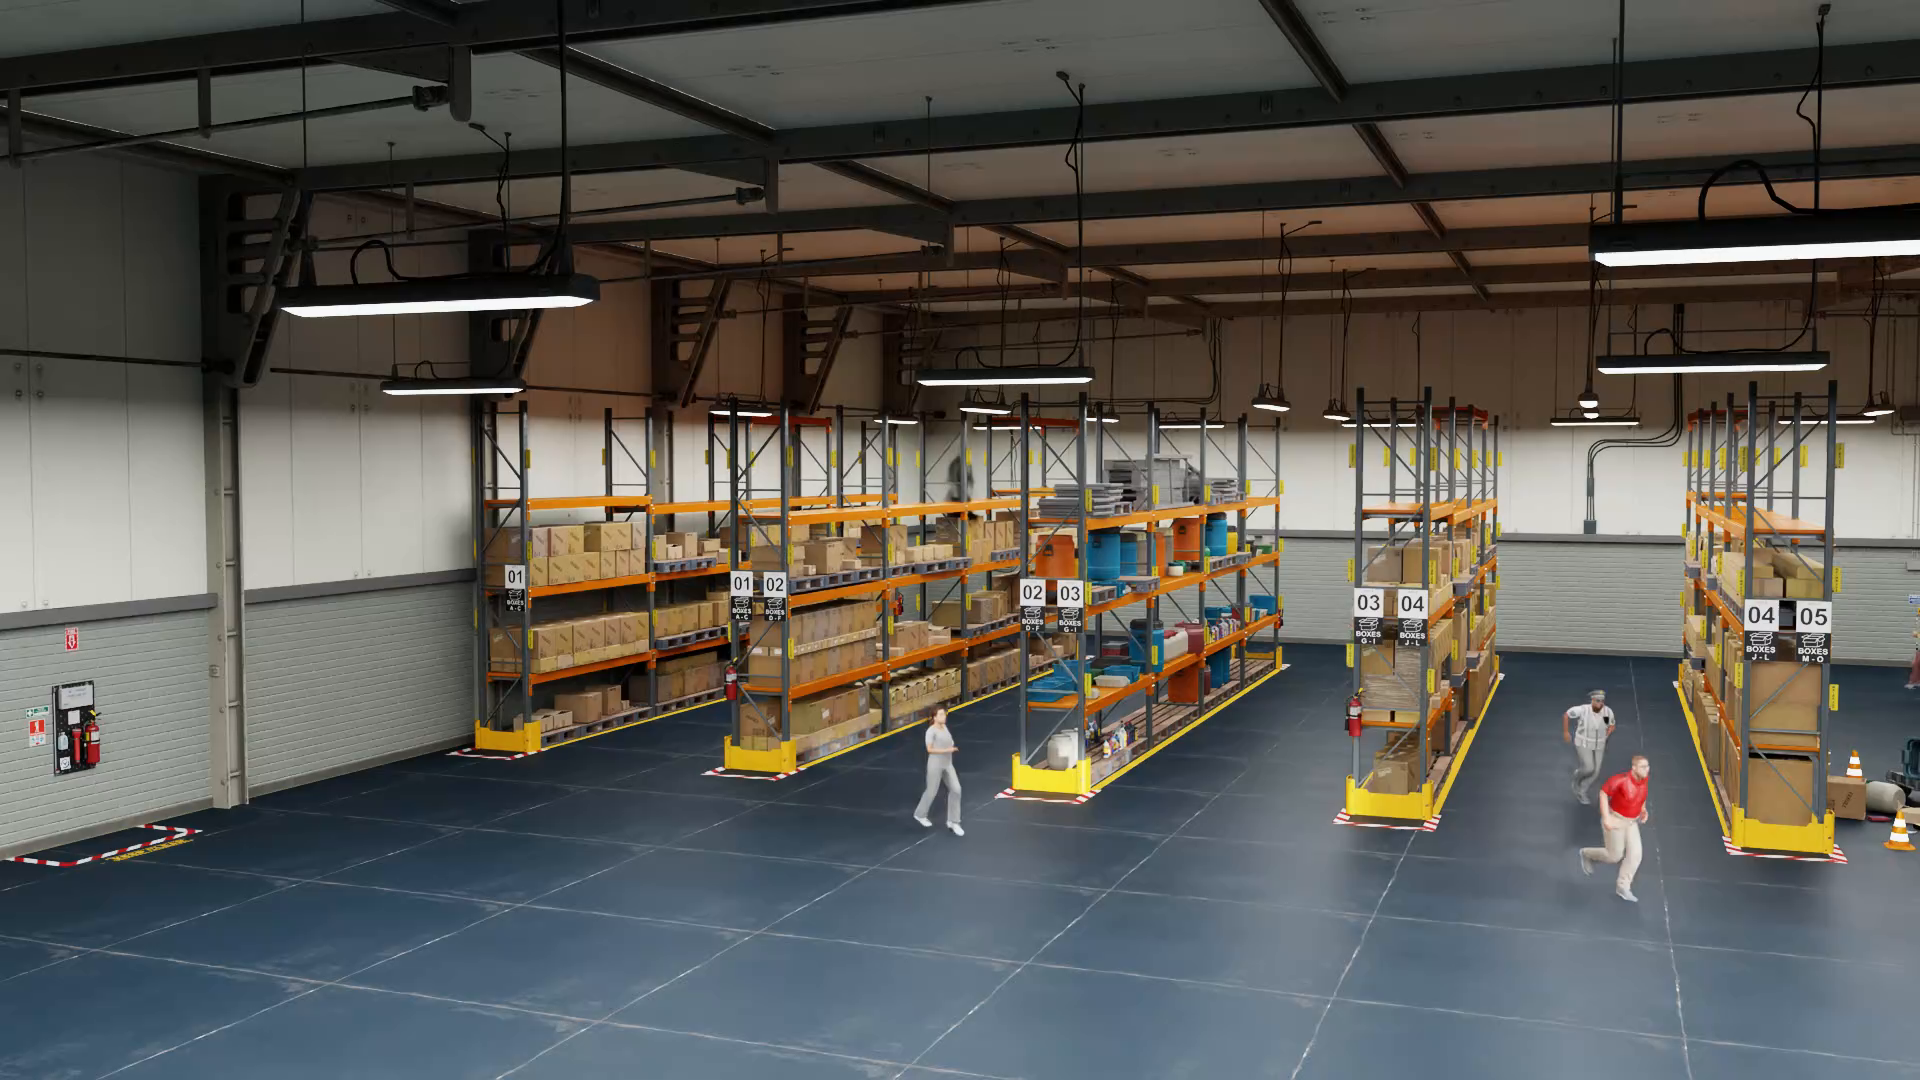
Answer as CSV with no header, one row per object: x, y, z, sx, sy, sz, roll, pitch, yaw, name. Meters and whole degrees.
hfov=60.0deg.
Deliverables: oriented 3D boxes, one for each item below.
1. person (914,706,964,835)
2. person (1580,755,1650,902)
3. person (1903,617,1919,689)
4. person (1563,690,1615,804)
-0.295,3.073,22.290,0.770,1.718,0.551,3,4,44,person
7.551,3.269,19.148,0.664,1.686,0.883,-2,3,-31,person
20.964,2.415,36.053,0.854,1.695,0.585,2,3,33,person
9.134,2.993,24.032,0.648,1.690,0.735,0,3,-7,person
